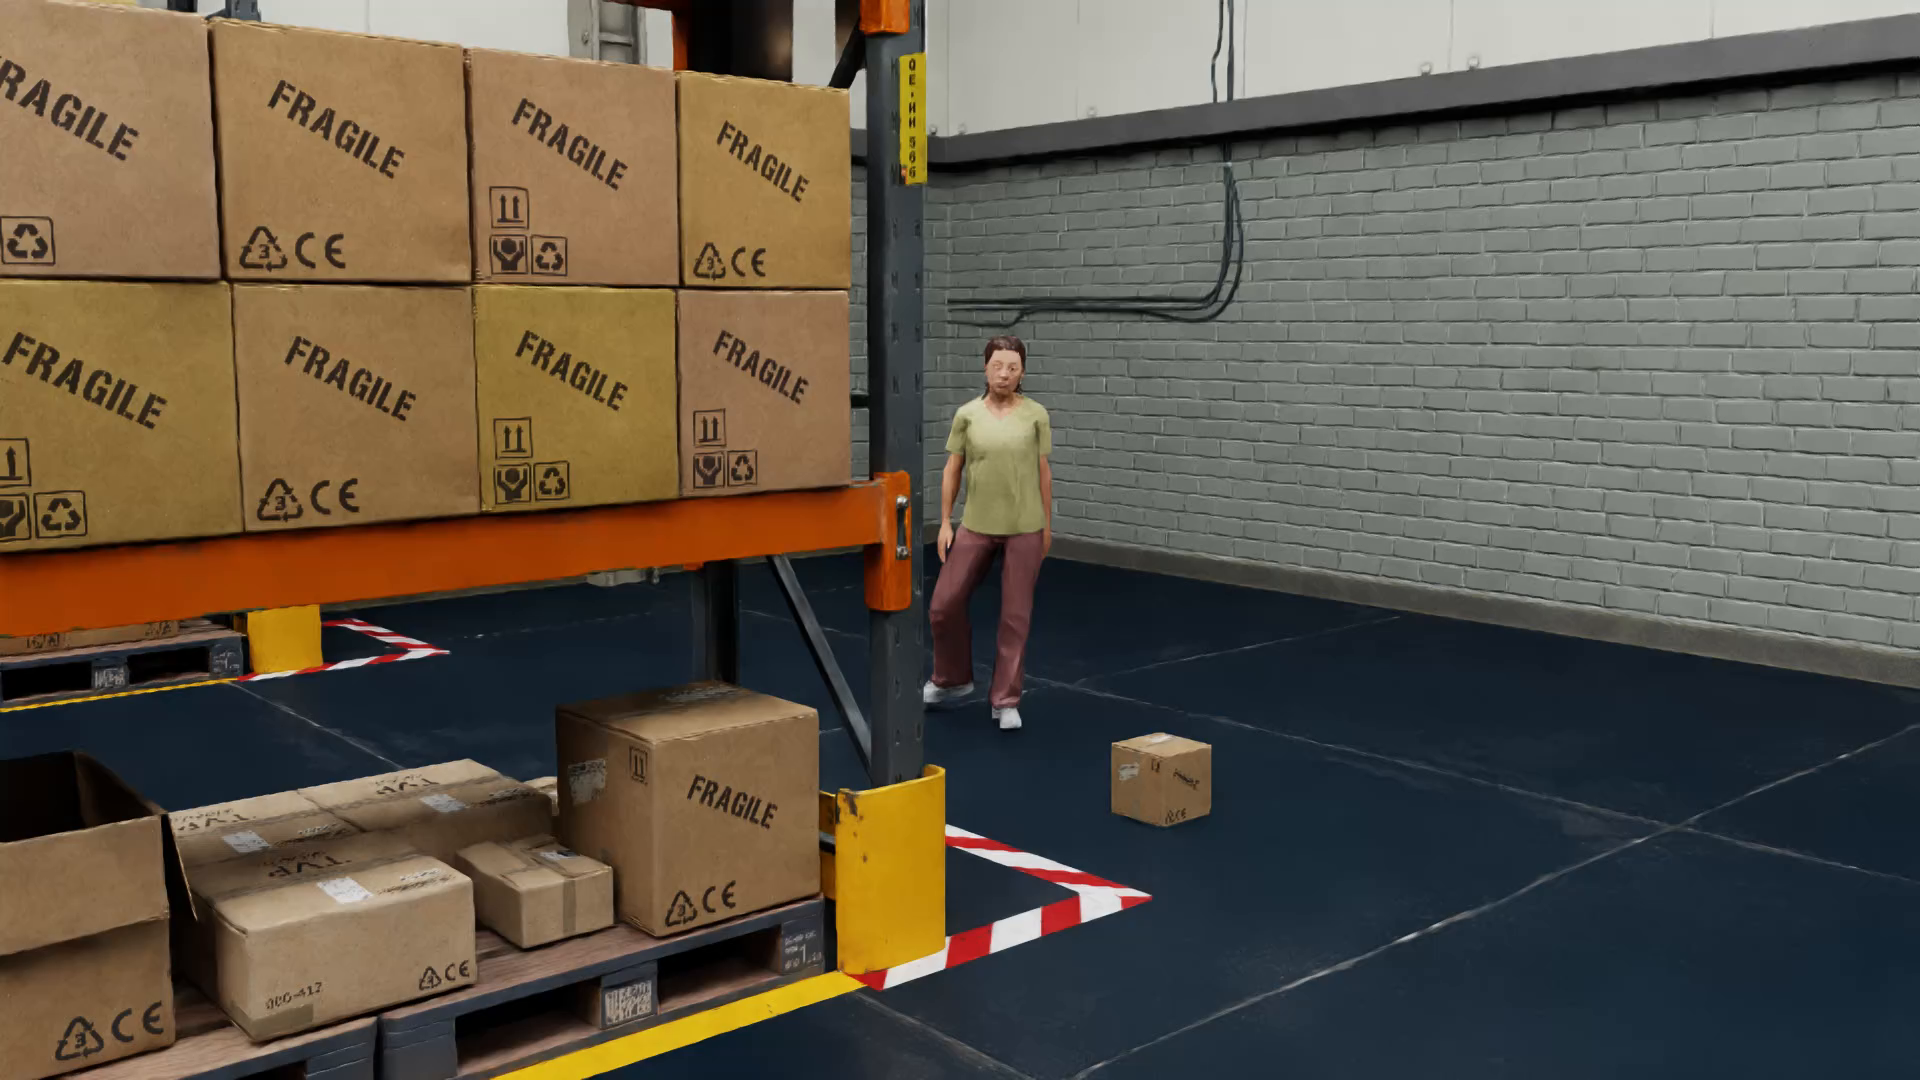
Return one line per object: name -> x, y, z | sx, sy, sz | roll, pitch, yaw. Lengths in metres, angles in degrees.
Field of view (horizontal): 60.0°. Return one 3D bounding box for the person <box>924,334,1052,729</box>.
person -> 0.066, -0.045, 7.112 | 0.652, 1.663, 0.450 | 1, 8, 9
